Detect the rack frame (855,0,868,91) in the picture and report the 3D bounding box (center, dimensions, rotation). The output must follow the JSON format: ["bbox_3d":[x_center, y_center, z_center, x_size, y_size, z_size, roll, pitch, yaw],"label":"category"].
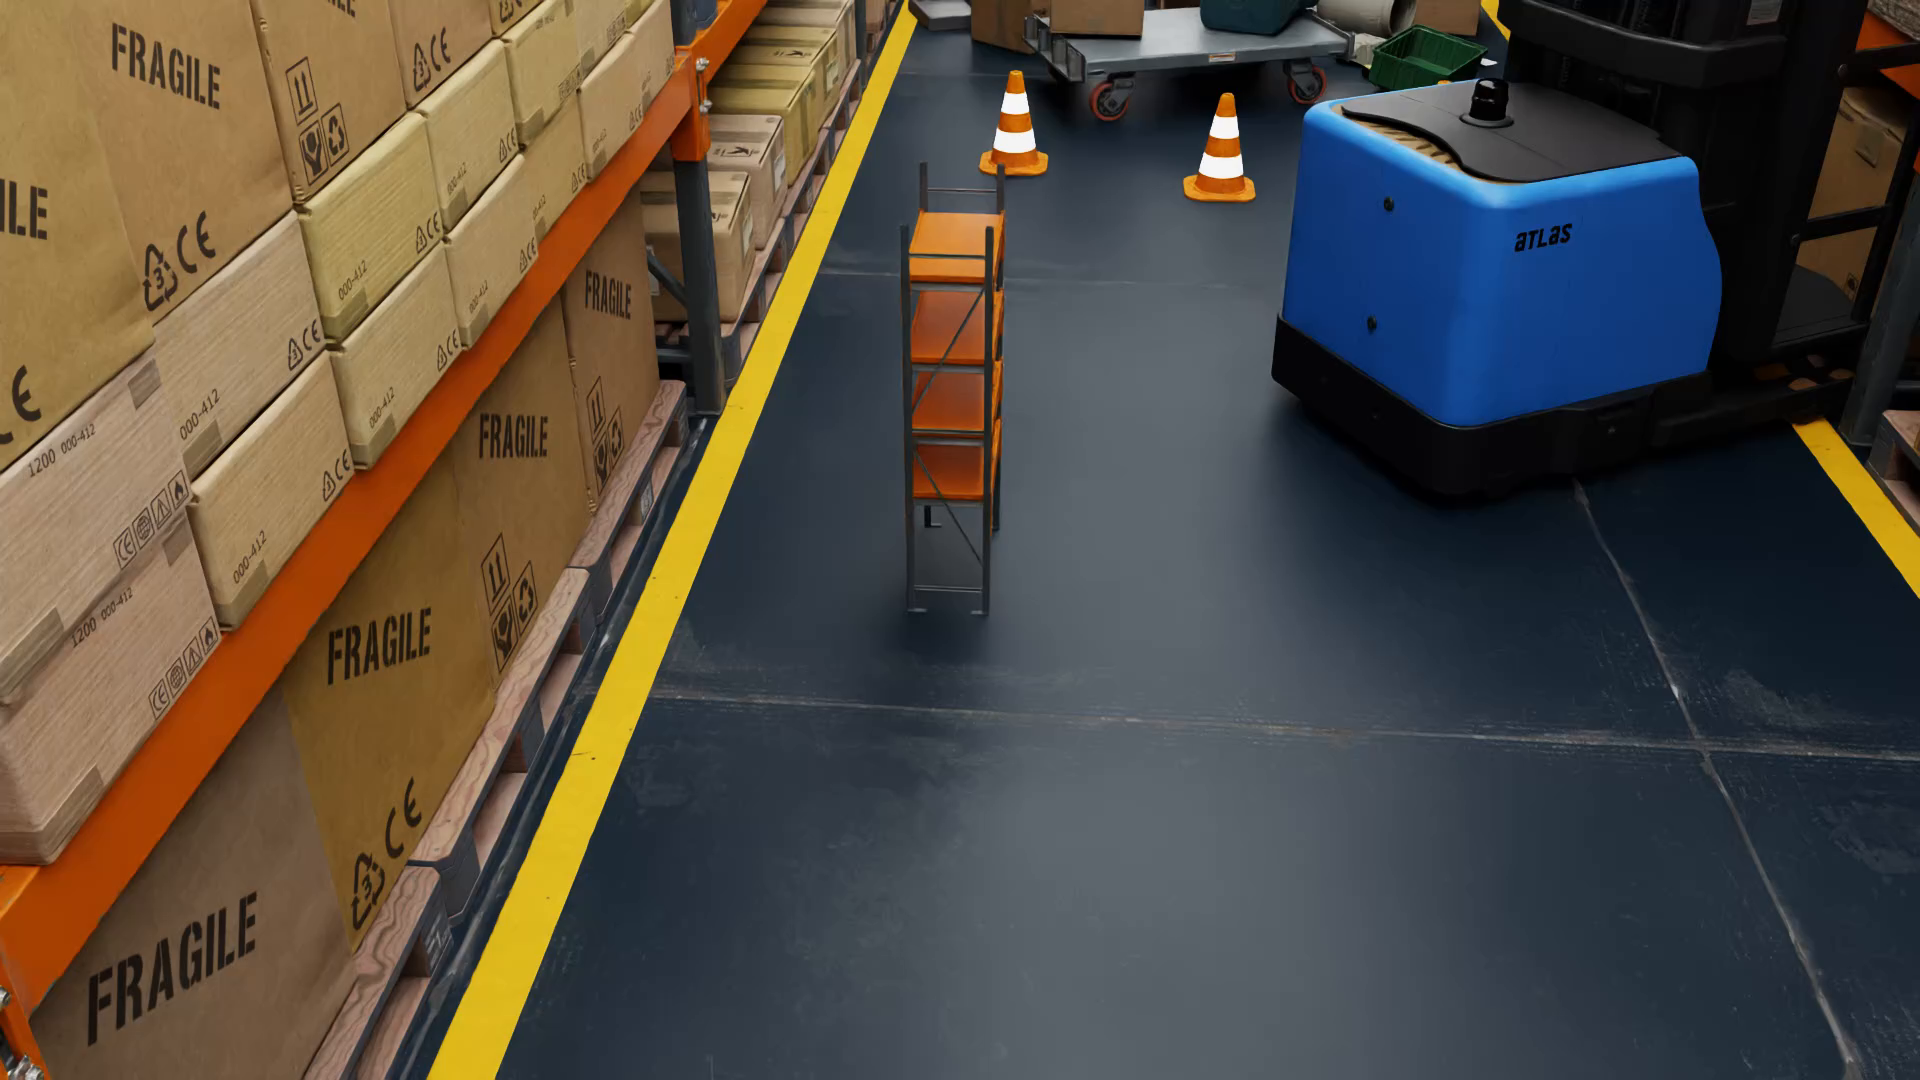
[{"bbox_3d":[-1.026,-3.858,8.651,1.000,3.000,0.127,2,32,4],"label":"rack frame"}]

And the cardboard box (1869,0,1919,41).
[{"bbox_3d":[3.359,-1.897,5.374,0.500,0.500,0.500,2,32,4],"label":"cardboard box"}]

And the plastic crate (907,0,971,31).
[{"bbox_3d":[-0.081,-3.401,10.692,0.402,0.080,0.583,-8,33,-13],"label":"plastic crate"}]

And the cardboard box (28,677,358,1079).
[{"bbox_3d":[-1.707,0.723,2.842,0.875,0.875,0.875,3,32,6],"label":"cardboard box"}]

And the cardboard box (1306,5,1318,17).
[{"bbox_3d":[2.220,-3.513,10.697,0.396,0.266,0.258,8,32,12],"label":"cardboard box"}]

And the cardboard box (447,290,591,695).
[{"bbox_3d":[-1.568,-0.217,4.368,0.875,0.875,0.875,3,32,5],"label":"cardboard box"}]

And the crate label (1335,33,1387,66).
[{"bbox_3d":[2.373,-2.899,9.823,0.298,0.136,0.250,-20,37,-29],"label":"crate label"}]

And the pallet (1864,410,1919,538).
[{"bbox_3d":[3.525,-0.012,5.068,1.003,0.211,1.213,2,32,4],"label":"pallet"}]

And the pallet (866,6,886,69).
[{"bbox_3d":[-1.007,-3.024,9.955,1.003,0.211,1.213,2,32,4],"label":"pallet"}]

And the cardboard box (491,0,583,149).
[{"bbox_3d":[-1.197,-1.114,3.866,0.500,0.250,0.500,2,32,3],"label":"cardboard box"}]

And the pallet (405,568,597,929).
[{"bbox_3d":[-1.593,0.466,4.293,1.003,0.211,1.213,2,32,4],"label":"pallet"}]

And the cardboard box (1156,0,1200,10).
[{"bbox_3d":[1.612,-3.429,10.205,0.797,0.637,0.503,2,32,4],"label":"cardboard box"}]

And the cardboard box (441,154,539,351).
[{"bbox_3d":[-1.230,-0.629,3.554,0.500,0.250,0.500,2,32,3],"label":"cardboard box"}]

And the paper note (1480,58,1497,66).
[{"bbox_3d":[3.068,-2.826,9.806,0.147,0.020,0.142,-20,37,-29],"label":"paper note"}]

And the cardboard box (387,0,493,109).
[{"bbox_3d":[-1.262,-1.161,3.226,0.500,0.500,0.500,2,32,3],"label":"cardboard box"}]

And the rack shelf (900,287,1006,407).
[{"bbox_3d":[-0.013,-0.557,4.713,0.258,0.148,0.480,2,32,4],"label":"rack shelf"}]

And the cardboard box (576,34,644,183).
[{"bbox_3d":[-1.160,-1.159,4.415,0.500,0.250,0.500,3,32,5],"label":"cardboard box"}]

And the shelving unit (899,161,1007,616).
[{"bbox_3d":[-0.013,-0.424,4.795,0.258,1.200,0.503,2,32,4],"label":"shelving unit"}]

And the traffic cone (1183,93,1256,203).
[{"bbox_3d":[1.241,-1.875,7.852,0.336,0.463,0.334,2,32,4],"label":"traffic cone"}]

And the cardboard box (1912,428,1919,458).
[{"bbox_3d":[3.278,-0.363,4.963,0.500,0.500,0.500,1,32,2],"label":"cardboard box"}]

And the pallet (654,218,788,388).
[{"bbox_3d":[-1.287,-0.988,6.652,1.003,0.211,1.213,2,32,4],"label":"pallet"}]

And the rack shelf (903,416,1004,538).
[{"bbox_3d":[-0.013,-0.198,4.934,0.258,0.148,0.480,2,32,4],"label":"rack shelf"}]

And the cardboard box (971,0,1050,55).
[{"bbox_3d":[0.417,-3.297,10.121,0.500,0.500,0.500,27,41,37],"label":"cardboard box"}]

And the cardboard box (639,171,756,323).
[{"bbox_3d":[-1.296,-1.122,6.315,0.950,0.372,0.625,0,32,1],"label":"cardboard box"}]

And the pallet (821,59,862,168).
[{"bbox_3d":[-1.088,-2.264,8.722,1.003,0.211,1.213,2,32,4],"label":"pallet"}]

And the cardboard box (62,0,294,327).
[{"bbox_3d":[-1.341,-0.628,2.362,0.500,0.500,0.500,2,32,4],"label":"cardboard box"}]

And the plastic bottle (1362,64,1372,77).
[{"bbox_3d":[2.434,-2.657,9.504,0.133,0.061,0.283,-14,34,-21],"label":"plastic bottle"}]

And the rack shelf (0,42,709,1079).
[{"bbox_3d":[-1.515,-0.414,3.749,1.077,0.370,4.000,2,32,4],"label":"rack shelf"}]

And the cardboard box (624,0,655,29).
[{"bbox_3d":[-1.138,-1.651,4.737,0.500,0.250,0.500,2,32,4],"label":"cardboard box"}]

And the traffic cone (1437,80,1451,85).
[{"bbox_3d":[2.302,-1.983,8.026,0.336,0.463,0.334,2,32,4],"label":"traffic cone"}]

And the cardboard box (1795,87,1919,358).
[{"bbox_3d":[3.729,-1.143,5.990,1.050,0.750,0.750,2,32,3],"label":"cardboard box"}]

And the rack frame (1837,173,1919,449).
[{"bbox_3d":[3.590,-1.608,5.000,1.000,3.000,0.127,2,32,4],"label":"rack frame"}]

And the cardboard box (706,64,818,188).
[{"bbox_3d":[-1.176,-1.904,7.585,0.950,0.372,0.625,3,32,6],"label":"cardboard box"}]

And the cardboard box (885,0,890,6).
[{"bbox_3d":[-0.677,-3.443,10.198,0.500,0.250,0.500,4,32,7],"label":"cardboard box"}]

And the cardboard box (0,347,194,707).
[{"bbox_3d":[-1.361,-0.042,2.125,0.500,0.250,0.500,2,32,3],"label":"cardboard box"}]

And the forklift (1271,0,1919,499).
[{"bbox_3d":[2.701,-1.891,5.525,3.031,2.935,1.130,-13,34,-21],"label":"forklift"}]

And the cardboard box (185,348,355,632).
[{"bbox_3d":[-1.338,-0.100,2.697,0.500,0.250,0.500,2,32,3],"label":"cardboard box"}]

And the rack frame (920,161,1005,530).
[{"bbox_3d":[0.006,-0.552,5.002,0.240,1.200,0.015,2,32,4],"label":"rack frame"}]

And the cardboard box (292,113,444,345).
[{"bbox_3d":[-1.278,-0.578,2.996,0.500,0.250,0.500,3,32,5],"label":"cardboard box"}]

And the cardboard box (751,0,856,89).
[{"bbox_3d":[-1.066,-2.644,8.785,0.950,0.372,0.625,3,32,5],"label":"cardboard box"}]
